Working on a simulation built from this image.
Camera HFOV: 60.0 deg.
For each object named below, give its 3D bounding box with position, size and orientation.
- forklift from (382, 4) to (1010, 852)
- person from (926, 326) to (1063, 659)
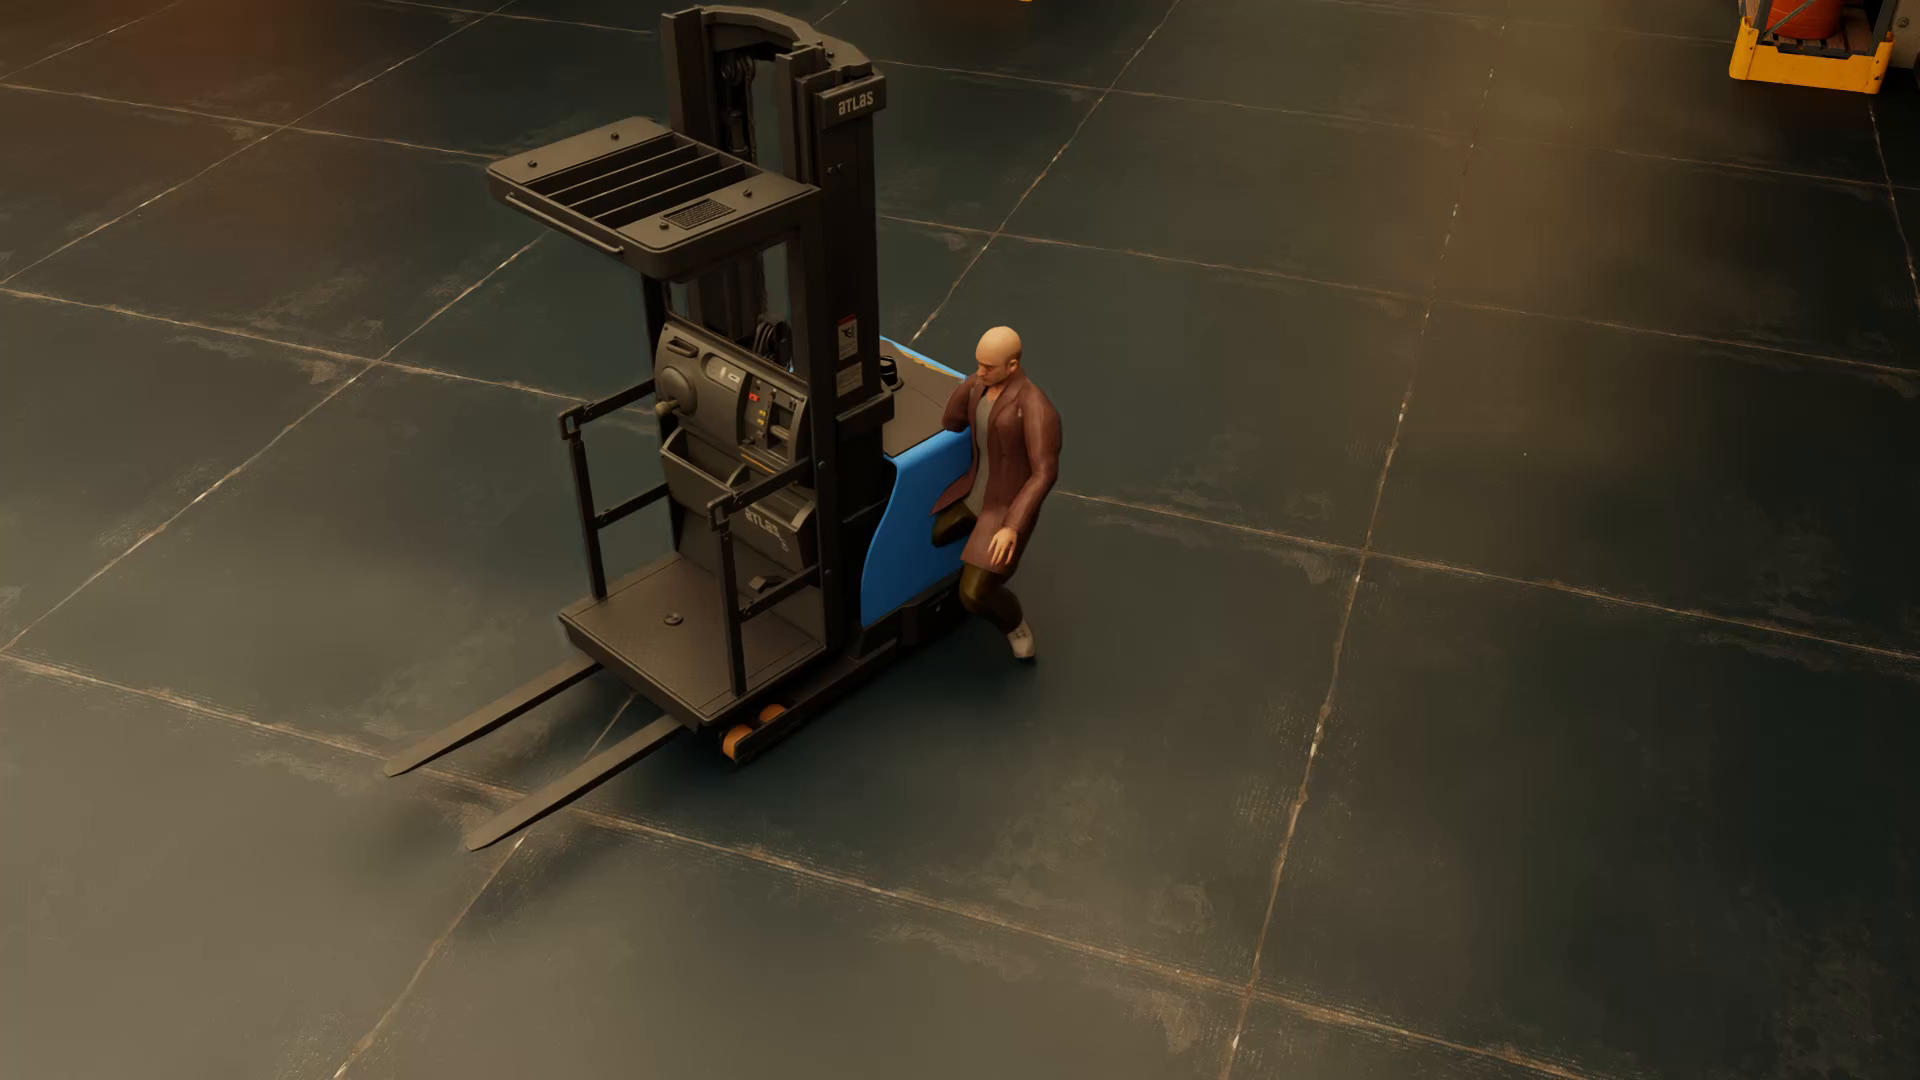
[{"bbox_3d":[-1.119,-0.558,6.897,1.130,2.935,3.031,29,44,34],"label":"forklift"},{"bbox_3d":[0.004,-0.149,7.415,0.737,1.664,0.839,-19,39,-24],"label":"person"}]
